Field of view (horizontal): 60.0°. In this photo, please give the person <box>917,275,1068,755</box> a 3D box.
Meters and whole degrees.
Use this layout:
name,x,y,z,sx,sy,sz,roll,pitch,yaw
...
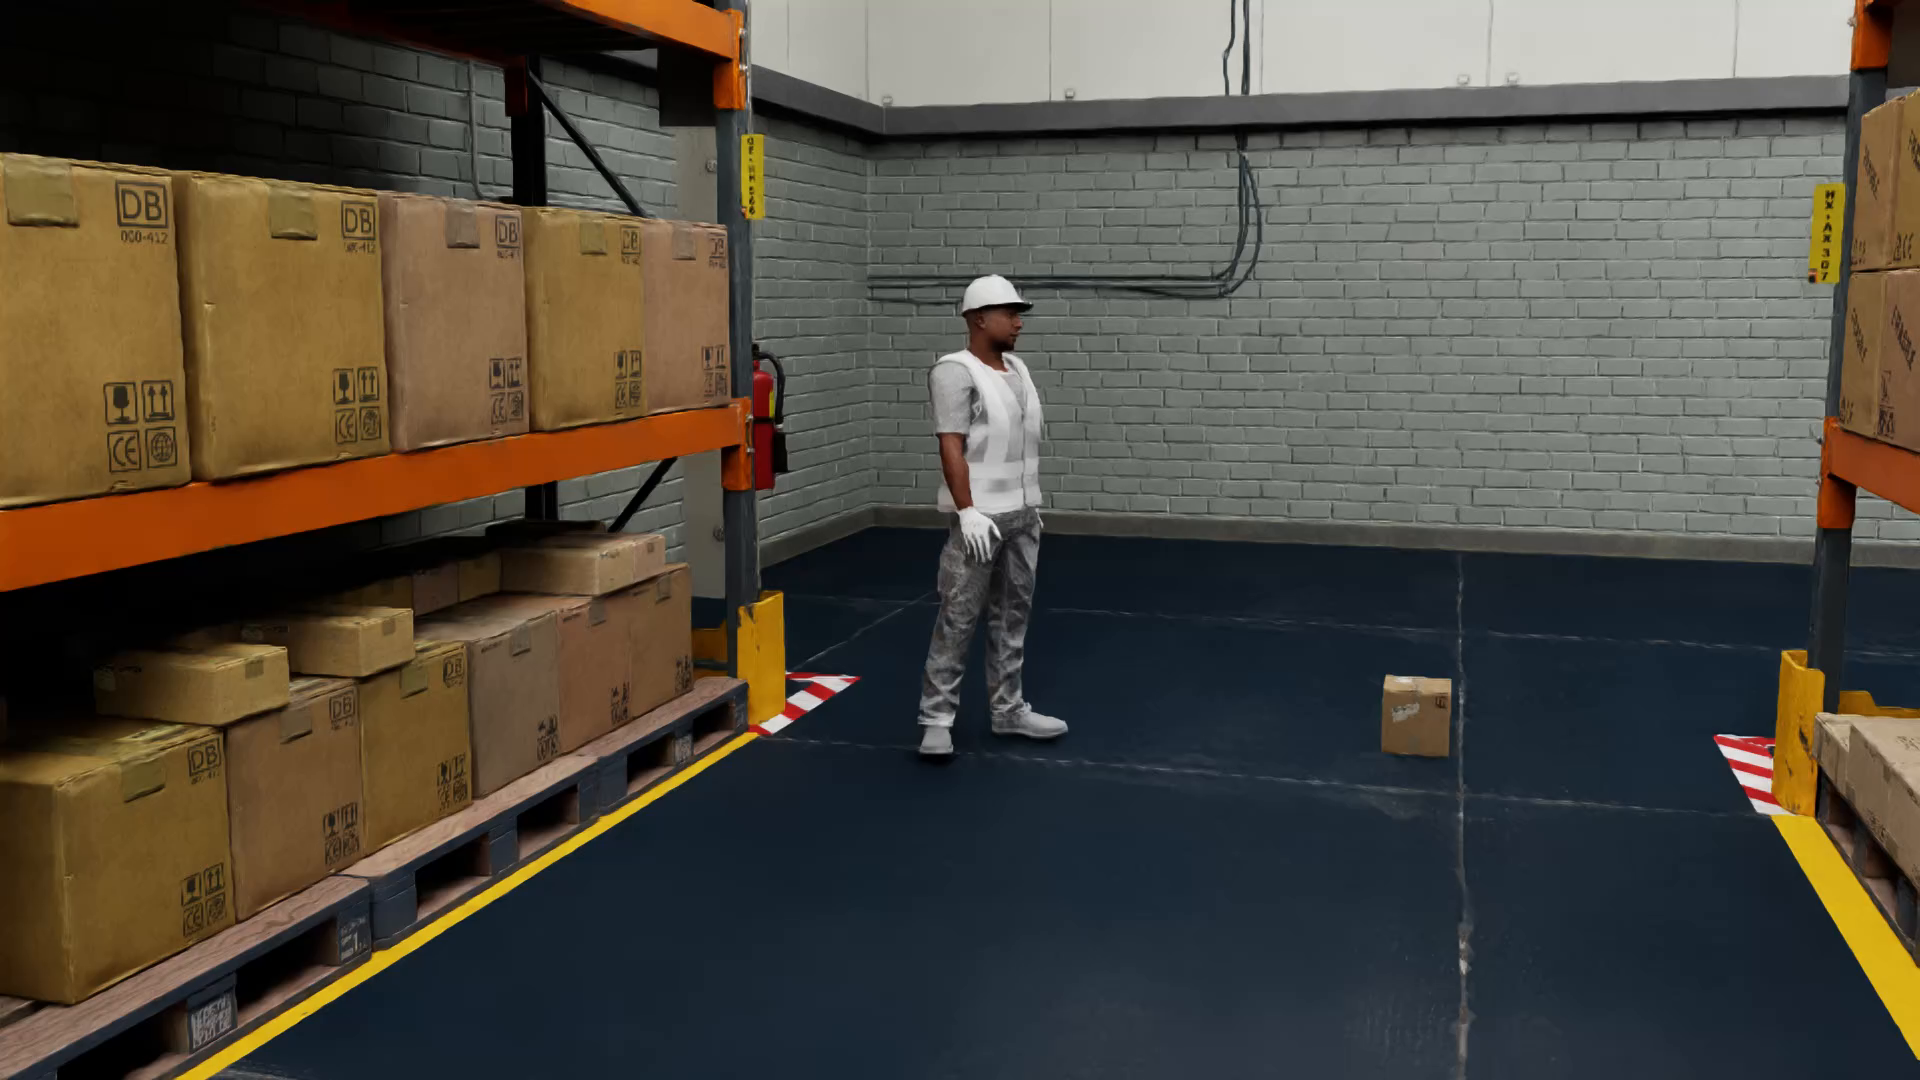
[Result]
name,x,y,z,sx,sy,sz,roll,pitch,yaw
person,0.106,-0.098,6.299,0.414,1.790,0.691,6,10,38
